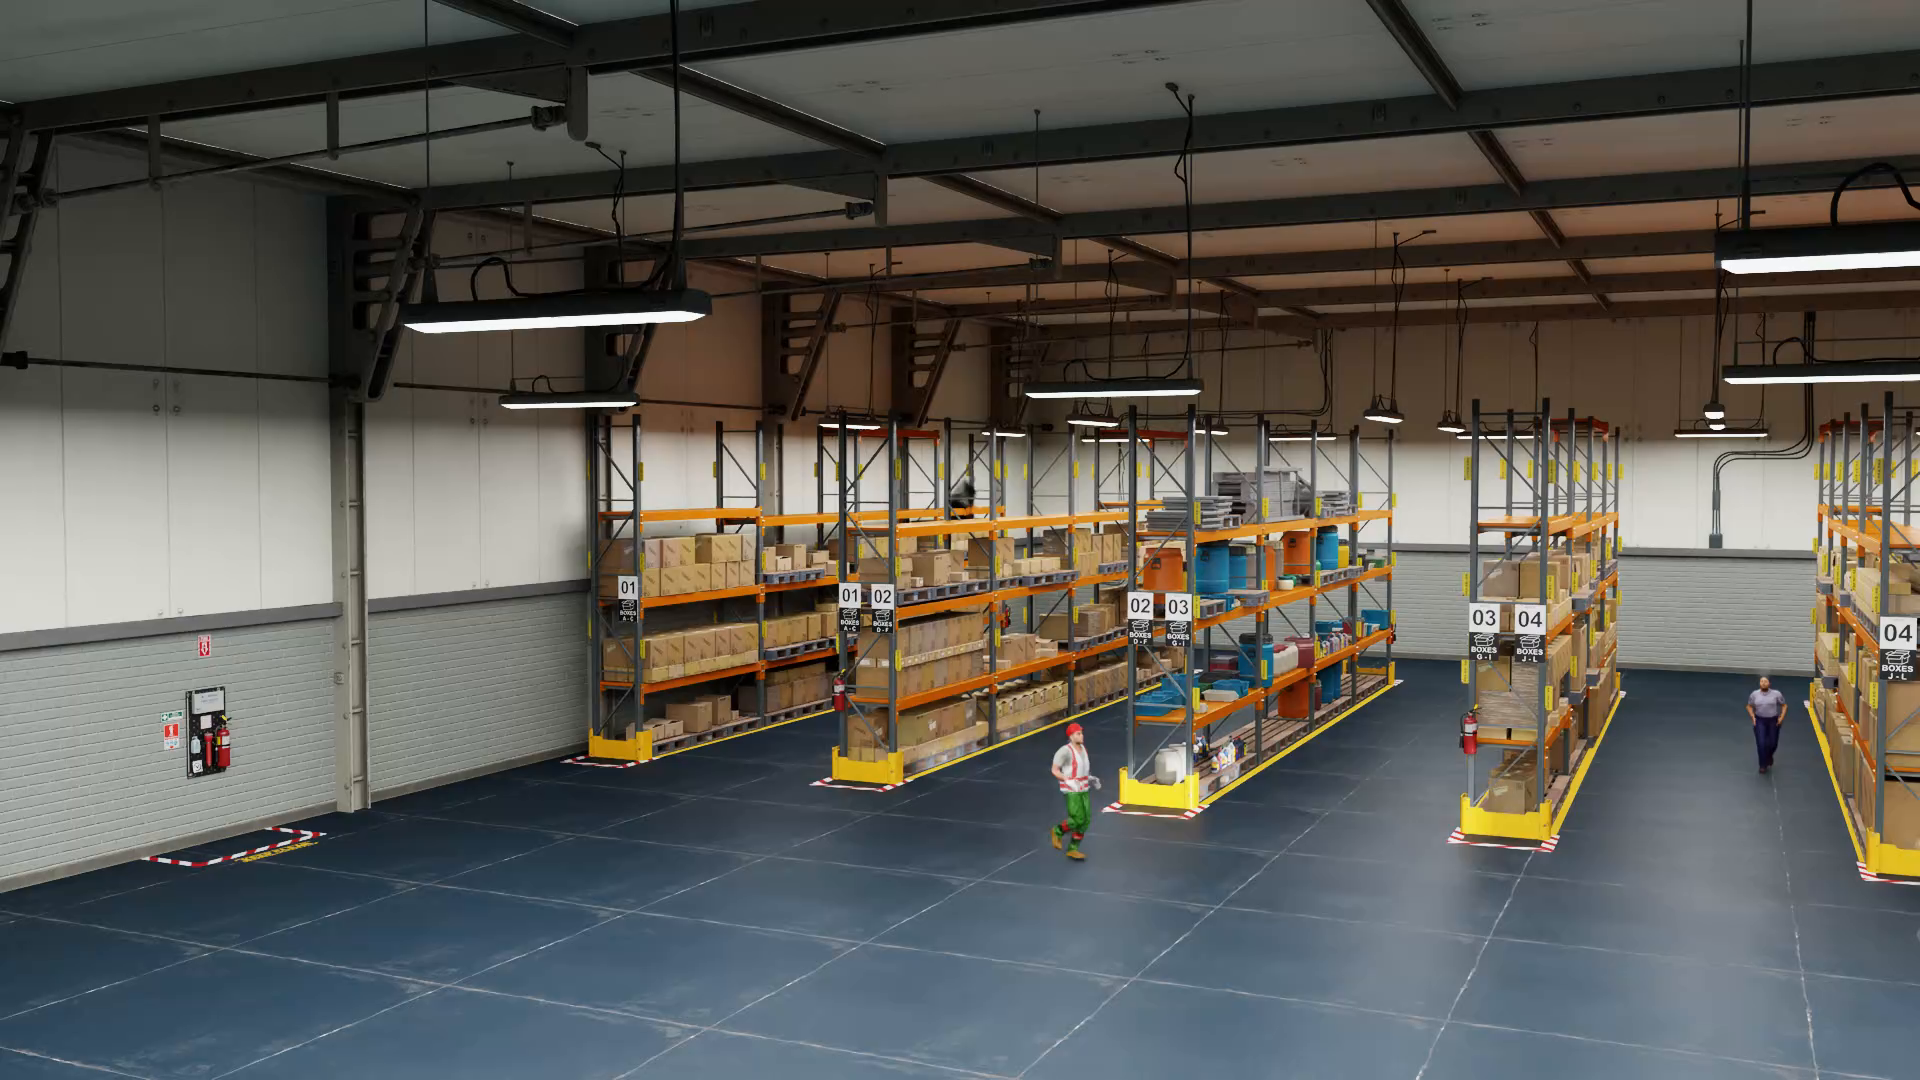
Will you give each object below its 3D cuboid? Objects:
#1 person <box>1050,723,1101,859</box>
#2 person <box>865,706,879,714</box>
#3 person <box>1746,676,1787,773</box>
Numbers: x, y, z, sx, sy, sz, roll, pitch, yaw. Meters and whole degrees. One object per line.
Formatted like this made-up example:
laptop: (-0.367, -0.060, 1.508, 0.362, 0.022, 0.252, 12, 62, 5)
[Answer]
person: (1.470, 3.240, 21.545, 0.583, 1.738, 0.641, 2, 3, 43)
person: (-1.650, 2.833, 31.584, 0.689, 1.780, 0.666, 1, 2, 19)
person: (13.432, 3.069, 27.709, 0.605, 1.616, 0.535, 1, 3, 28)
